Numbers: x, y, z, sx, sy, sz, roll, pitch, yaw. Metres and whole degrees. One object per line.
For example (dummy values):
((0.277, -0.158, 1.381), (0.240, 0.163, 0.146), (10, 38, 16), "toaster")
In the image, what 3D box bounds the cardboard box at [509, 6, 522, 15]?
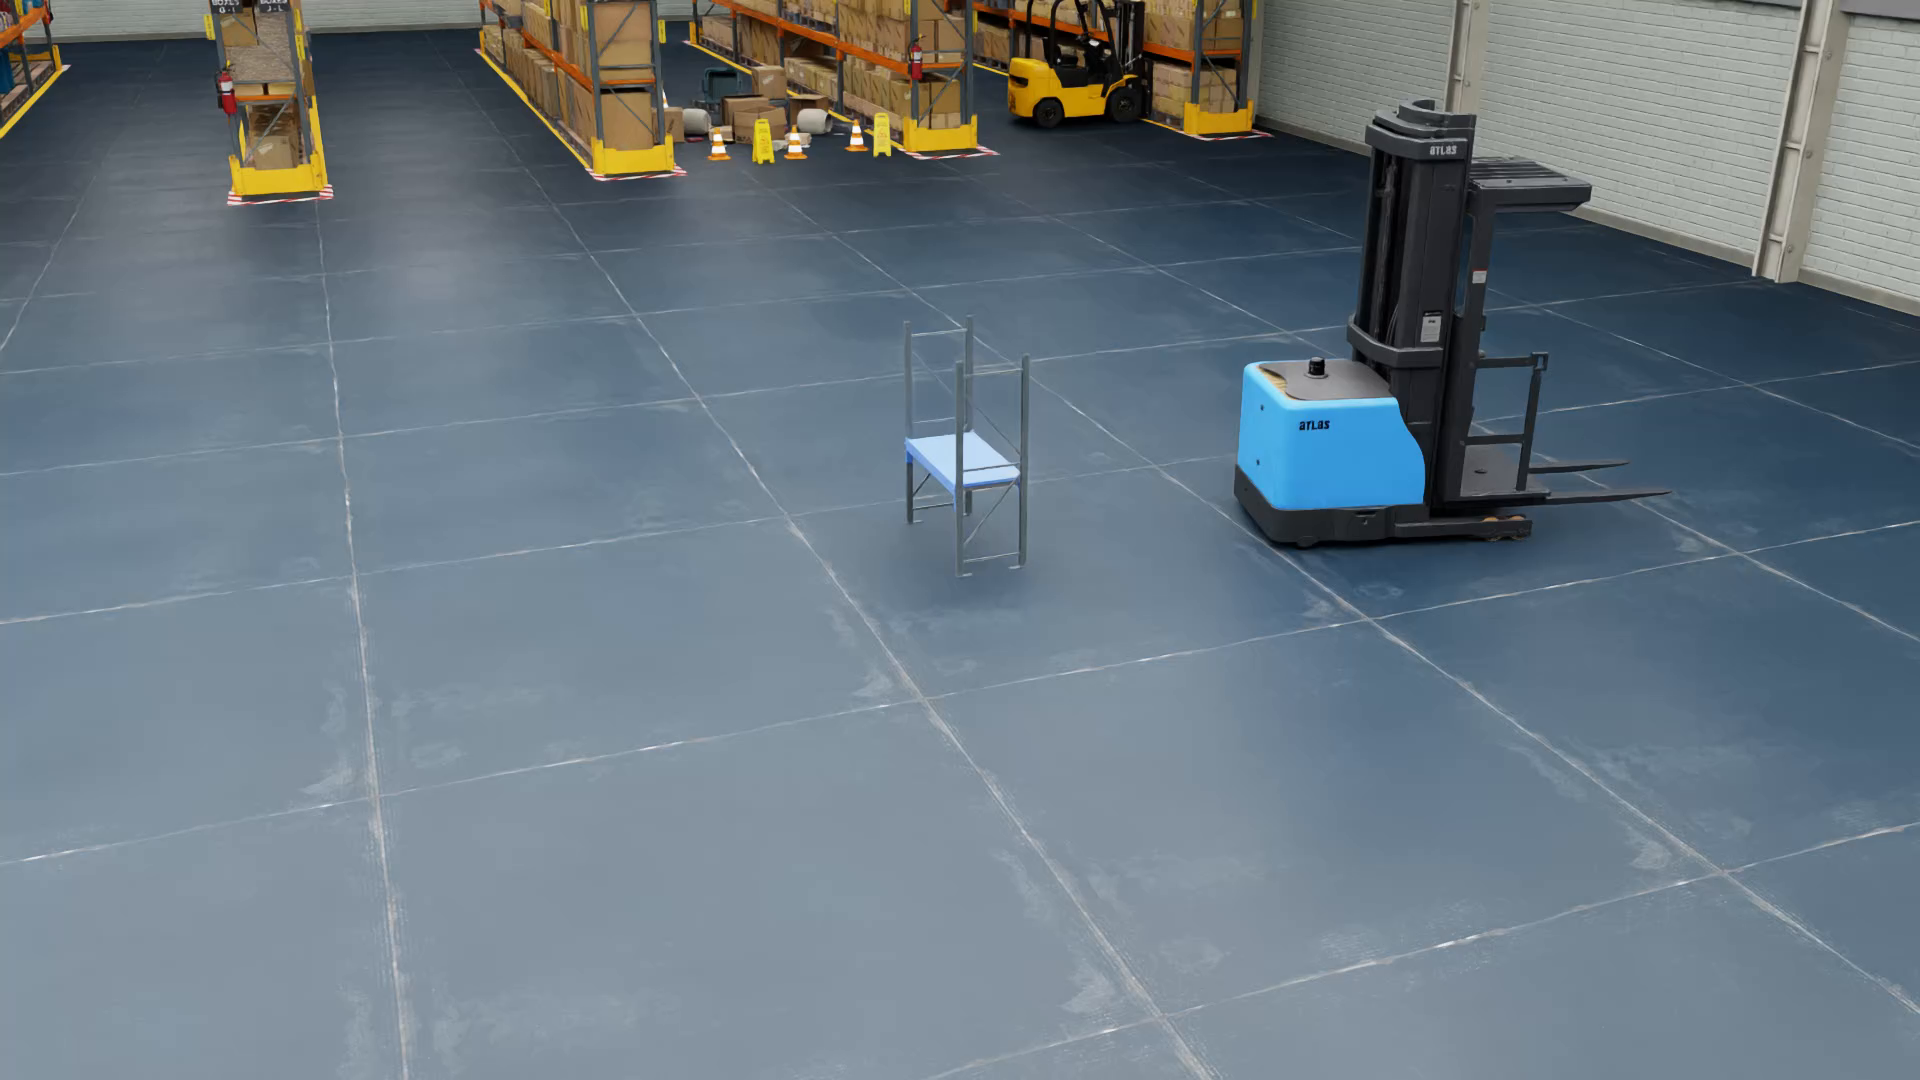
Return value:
((-8.309, -10.023, 31.451), (0.380, 0.149, 0.250), (-8, 24, -18), "cardboard box")

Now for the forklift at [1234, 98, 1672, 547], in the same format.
((3.597, -1.543, 11.636), (3.031, 2.935, 1.130), (-3, 23, -7), "forklift")

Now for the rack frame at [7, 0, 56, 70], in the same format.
((-19.841, -11.412, 34.965), (1.000, 3.000, 0.127), (-8, 24, -19), "rack frame")

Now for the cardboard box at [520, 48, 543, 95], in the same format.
((-7.574, -8.752, 31.009), (1.050, 0.750, 0.750), (-9, 24, -20), "cardboard box")

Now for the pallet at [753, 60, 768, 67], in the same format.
((-3.745, -9.999, 35.202), (1.003, 0.211, 1.213), (-8, 24, -19), "pallet")

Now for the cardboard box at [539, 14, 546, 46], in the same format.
((-6.905, -8.758, 28.539), (0.500, 0.500, 0.500), (-9, 24, -20), "cardboard box")

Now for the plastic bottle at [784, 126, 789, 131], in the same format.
((-2.996, -7.011, 28.306), (0.133, 0.061, 0.283), (-4, 23, -10), "plastic bottle")

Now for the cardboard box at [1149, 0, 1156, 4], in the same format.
((3.490, -9.354, 28.734), (0.380, 0.149, 0.250), (-8, 24, -18), "cardboard box")

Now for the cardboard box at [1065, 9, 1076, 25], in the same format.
((2.340, -10.034, 31.887), (0.500, 0.250, 0.500), (-8, 24, -19), "cardboard box")

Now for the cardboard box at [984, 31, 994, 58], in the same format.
((0.827, -10.766, 36.109), (0.500, 0.500, 0.500), (-7, 24, -17), "cardboard box")

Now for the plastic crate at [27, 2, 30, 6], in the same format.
((-19.294, -10.940, 34.106), (0.396, 0.136, 0.243), (-8, 24, -19), "plastic crate")

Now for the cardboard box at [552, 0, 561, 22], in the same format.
((-6.194, -8.804, 27.192), (0.875, 0.550, 0.550), (-8, 24, -19), "cardboard box")

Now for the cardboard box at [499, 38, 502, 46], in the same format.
((-9.615, -10.617, 35.442), (0.380, 0.149, 0.250), (-8, 24, -18), "cardboard box")

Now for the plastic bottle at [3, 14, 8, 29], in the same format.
((-17.857, -9.670, 30.991), (0.152, 0.276, 0.135), (-8, 24, -19), "plastic bottle")

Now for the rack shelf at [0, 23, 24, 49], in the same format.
((-17.721, -8.901, 29.932), (1.077, 0.370, 4.000), (-8, 24, -19), "rack shelf")

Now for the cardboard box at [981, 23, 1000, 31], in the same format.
((0.679, -11.198, 36.299), (0.380, 0.149, 0.250), (-10, 25, -22), "cardboard box")

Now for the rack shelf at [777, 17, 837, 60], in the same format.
((-2.403, -9.487, 31.322), (1.077, 0.370, 4.000), (-8, 24, -19), "rack shelf")

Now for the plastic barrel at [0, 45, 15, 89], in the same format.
((-18.251, -8.986, 31.368), (0.600, 0.901, 0.708), (-8, 24, -19), "plastic barrel")

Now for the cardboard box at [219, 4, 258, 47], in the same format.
((-9.980, -7.088, 22.906), (0.500, 0.500, 0.500), (-8, 24, -19), "cardboard box")

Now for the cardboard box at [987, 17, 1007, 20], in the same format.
((0.826, -11.656, 37.385), (0.380, 0.149, 0.250), (-10, 25, -22), "cardboard box")

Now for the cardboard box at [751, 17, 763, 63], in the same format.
((-3.903, -10.671, 35.401), (0.875, 0.875, 0.875), (-8, 24, -17), "cardboard box")

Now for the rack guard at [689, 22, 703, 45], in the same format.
((-5.945, -12.309, 40.309), (1.175, 0.500, 0.348), (-8, 24, -19), "rack guard")

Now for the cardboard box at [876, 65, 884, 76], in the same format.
((-1.181, -7.776, 27.537), (0.380, 0.149, 0.250), (-7, 24, -17), "cardboard box")

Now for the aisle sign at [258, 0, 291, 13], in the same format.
((-9.252, -7.495, 22.323), (0.394, 0.787, 0.004), (-8, 24, -19), "aisle sign")

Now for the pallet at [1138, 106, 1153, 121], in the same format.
((3.622, -7.750, 29.866), (1.003, 0.211, 1.213), (-8, 24, -19), "pallet")

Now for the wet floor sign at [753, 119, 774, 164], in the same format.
((-3.016, -6.098, 25.388), (0.267, 0.644, 0.232), (-13, 26, -28), "wet floor sign")

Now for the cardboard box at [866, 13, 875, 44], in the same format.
((-1.241, -8.532, 27.620), (0.500, 0.500, 0.500), (-8, 24, -18), "cardboard box")

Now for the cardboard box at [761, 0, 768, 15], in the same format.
((-3.727, -10.807, 33.723), (0.500, 0.250, 0.500), (-8, 24, -18), "cardboard box")

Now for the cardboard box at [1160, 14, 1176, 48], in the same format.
((3.764, -8.699, 28.399), (0.500, 0.500, 0.500), (-8, 24, -17), "cardboard box")

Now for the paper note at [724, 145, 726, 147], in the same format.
((-3.830, -6.341, 26.757), (0.144, 0.017, 0.142), (0, 23, -1), "paper note")

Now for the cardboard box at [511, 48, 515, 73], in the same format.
((-8.719, -9.639, 33.434), (0.500, 0.500, 0.500), (-8, 24, -18), "cardboard box")

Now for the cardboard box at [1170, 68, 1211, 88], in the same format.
((3.904, -7.832, 28.183), (0.500, 0.250, 0.500), (-8, 24, -17), "cardboard box")

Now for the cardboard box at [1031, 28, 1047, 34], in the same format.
((1.640, -10.800, 35.355), (0.380, 0.149, 0.250), (-7, 24, -16), "cardboard box")

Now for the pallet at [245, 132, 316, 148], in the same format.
((-10.698, -6.208, 26.206), (1.003, 0.211, 1.213), (-8, 24, -19), "pallet")

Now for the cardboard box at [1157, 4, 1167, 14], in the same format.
((3.606, -9.127, 28.578), (0.380, 0.149, 0.250), (-9, 25, -21), "cardboard box")

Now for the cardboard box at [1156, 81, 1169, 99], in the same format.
((3.727, -7.795, 28.738), (0.500, 0.250, 0.500), (-9, 24, -20), "cardboard box")

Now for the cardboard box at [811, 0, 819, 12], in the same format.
((-2.428, -9.973, 30.497), (0.500, 0.500, 0.500), (-7, 24, -17), "cardboard box")

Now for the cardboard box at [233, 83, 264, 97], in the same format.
((-9.849, -6.238, 23.011), (0.380, 0.149, 0.250), (-8, 24, -19), "cardboard box")

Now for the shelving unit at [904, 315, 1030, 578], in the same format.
((0.030, -0.660, 11.385), (0.538, 1.500, 1.048), (-8, 24, -19), "shelving unit")

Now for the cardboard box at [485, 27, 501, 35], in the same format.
((-10.485, -11.460, 37.442), (0.380, 0.149, 0.250), (-8, 24, -19), "cardboard box")

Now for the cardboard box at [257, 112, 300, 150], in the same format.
((-10.362, -6.201, 25.277), (0.500, 0.500, 0.500), (-11, 25, -24), "cardboard box")

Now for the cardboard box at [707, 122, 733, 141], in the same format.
((-3.962, -6.744, 27.409), (0.396, 0.266, 0.258), (-4, 23, -10), "cardboard box")

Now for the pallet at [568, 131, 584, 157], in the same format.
((-5.662, -6.360, 26.567), (1.003, 0.211, 1.213), (-8, 24, -19), "pallet")

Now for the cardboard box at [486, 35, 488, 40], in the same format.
((-10.542, -11.420, 37.729), (0.380, 0.149, 0.250), (-8, 24, -19), "cardboard box")

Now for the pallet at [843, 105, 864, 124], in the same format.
((-1.427, -7.567, 29.432), (1.003, 0.211, 1.213), (-8, 24, -19), "pallet")

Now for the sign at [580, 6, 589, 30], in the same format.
((-5.392, -7.496, 23.876), (0.100, 0.325, 0.005), (-8, 24, -19), "sign")

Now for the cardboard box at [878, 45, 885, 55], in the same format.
((-1.133, -8.084, 27.391), (0.380, 0.149, 0.250), (-9, 24, -20), "cardboard box")

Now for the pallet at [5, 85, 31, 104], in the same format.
((-18.194, -8.388, 31.379), (1.003, 0.211, 1.213), (-8, 24, -19), "pallet")

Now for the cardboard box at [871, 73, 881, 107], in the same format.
((-1.170, -7.539, 27.809), (0.500, 0.500, 0.500), (-9, 24, -20), "cardboard box")

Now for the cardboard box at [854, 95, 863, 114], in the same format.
((-1.542, -7.574, 28.858), (0.500, 0.250, 0.500), (-7, 24, -16), "cardboard box")

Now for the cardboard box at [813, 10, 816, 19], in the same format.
((-2.484, -9.691, 30.663), (0.380, 0.149, 0.250), (-8, 24, -19), "cardboard box")

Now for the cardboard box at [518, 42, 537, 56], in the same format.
((-8.192, -9.429, 31.971), (0.500, 0.250, 0.500), (-9, 24, -20), "cardboard box")

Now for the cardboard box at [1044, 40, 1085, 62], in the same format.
((2.216, -9.617, 33.222), (0.875, 0.625, 0.625), (-9, 25, -21), "cardboard box")

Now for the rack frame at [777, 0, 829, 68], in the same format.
((-3.110, -10.545, 32.907), (1.000, 3.000, 0.127), (-8, 24, -19), "rack frame")
